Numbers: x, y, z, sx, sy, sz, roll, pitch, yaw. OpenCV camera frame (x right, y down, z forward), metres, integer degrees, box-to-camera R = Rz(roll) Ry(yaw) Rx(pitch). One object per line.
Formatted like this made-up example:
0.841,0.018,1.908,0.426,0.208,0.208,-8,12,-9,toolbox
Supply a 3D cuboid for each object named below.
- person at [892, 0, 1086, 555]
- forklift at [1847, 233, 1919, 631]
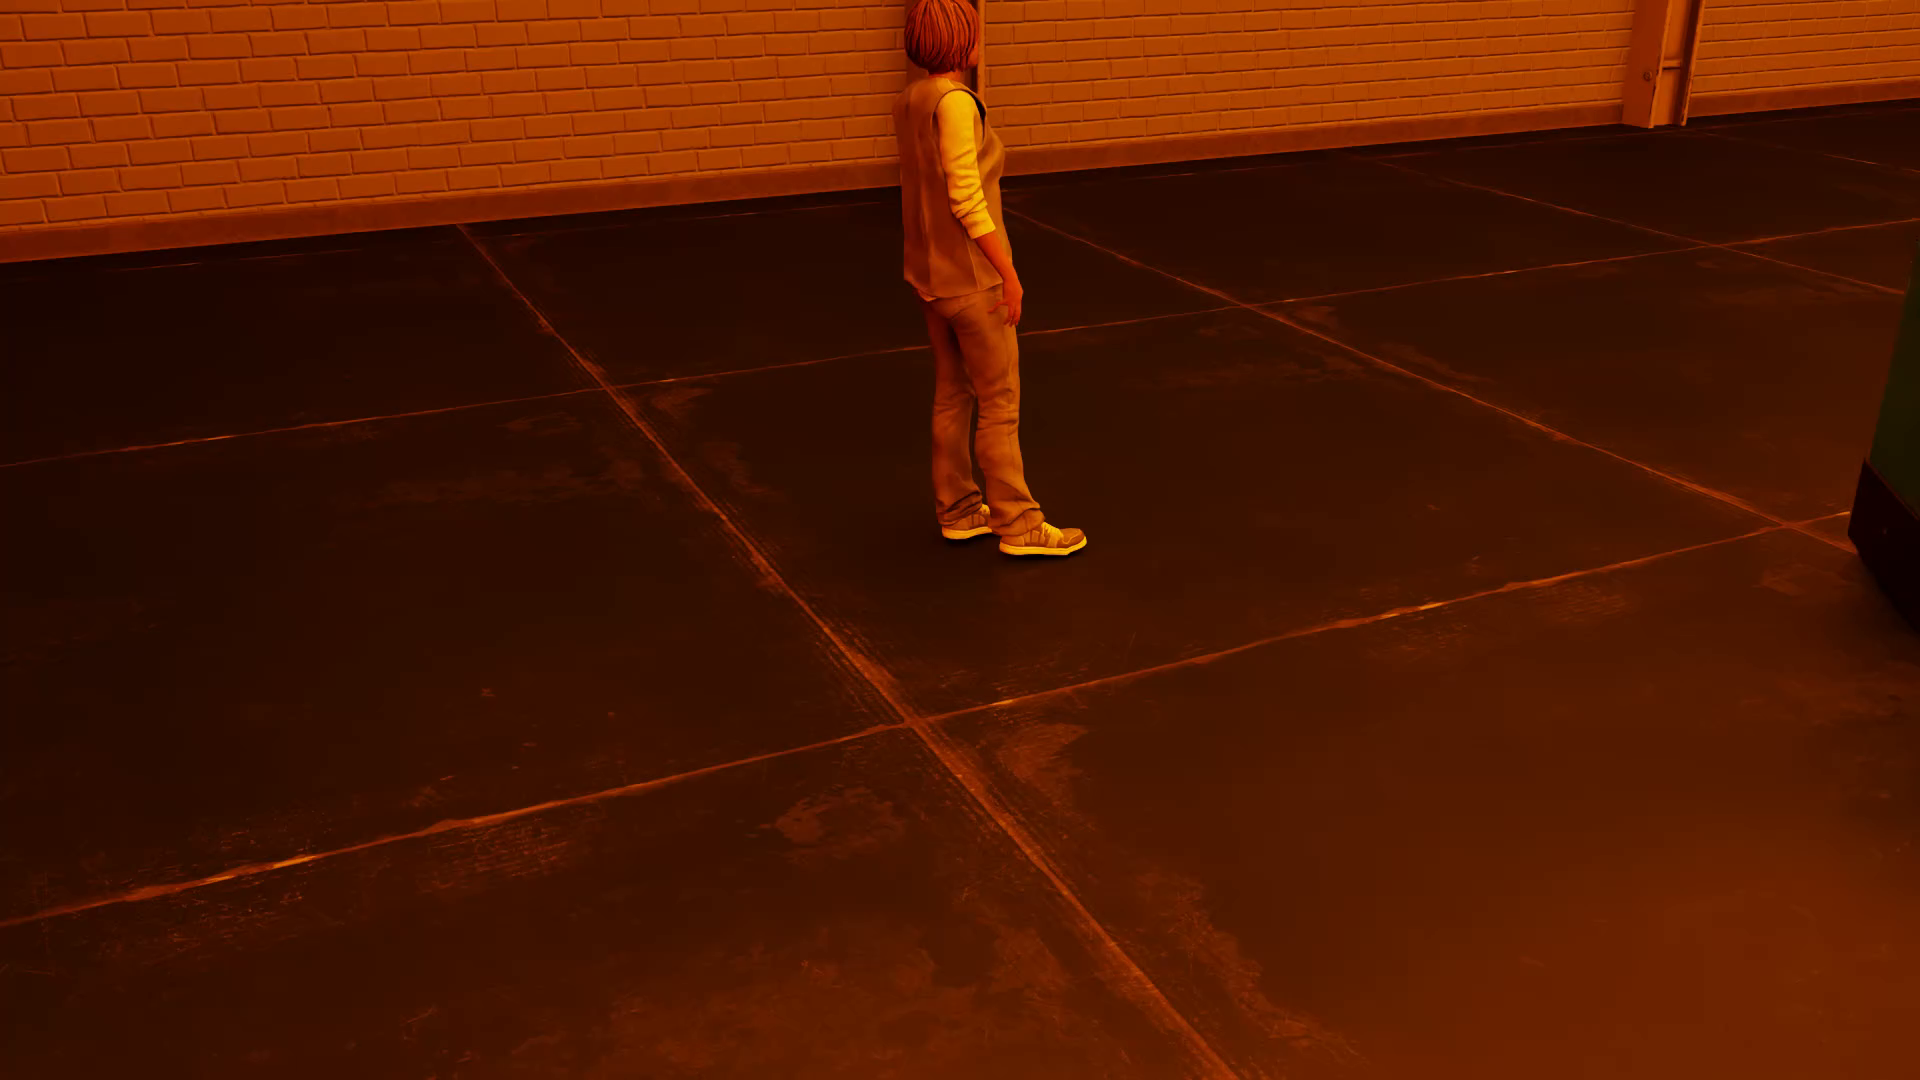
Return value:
0.073,-0.751,4.814,0.475,1.597,0.520,-10,25,-23,person
4.038,-1.021,3.743,3.031,2.935,1.130,5,23,11,forklift
